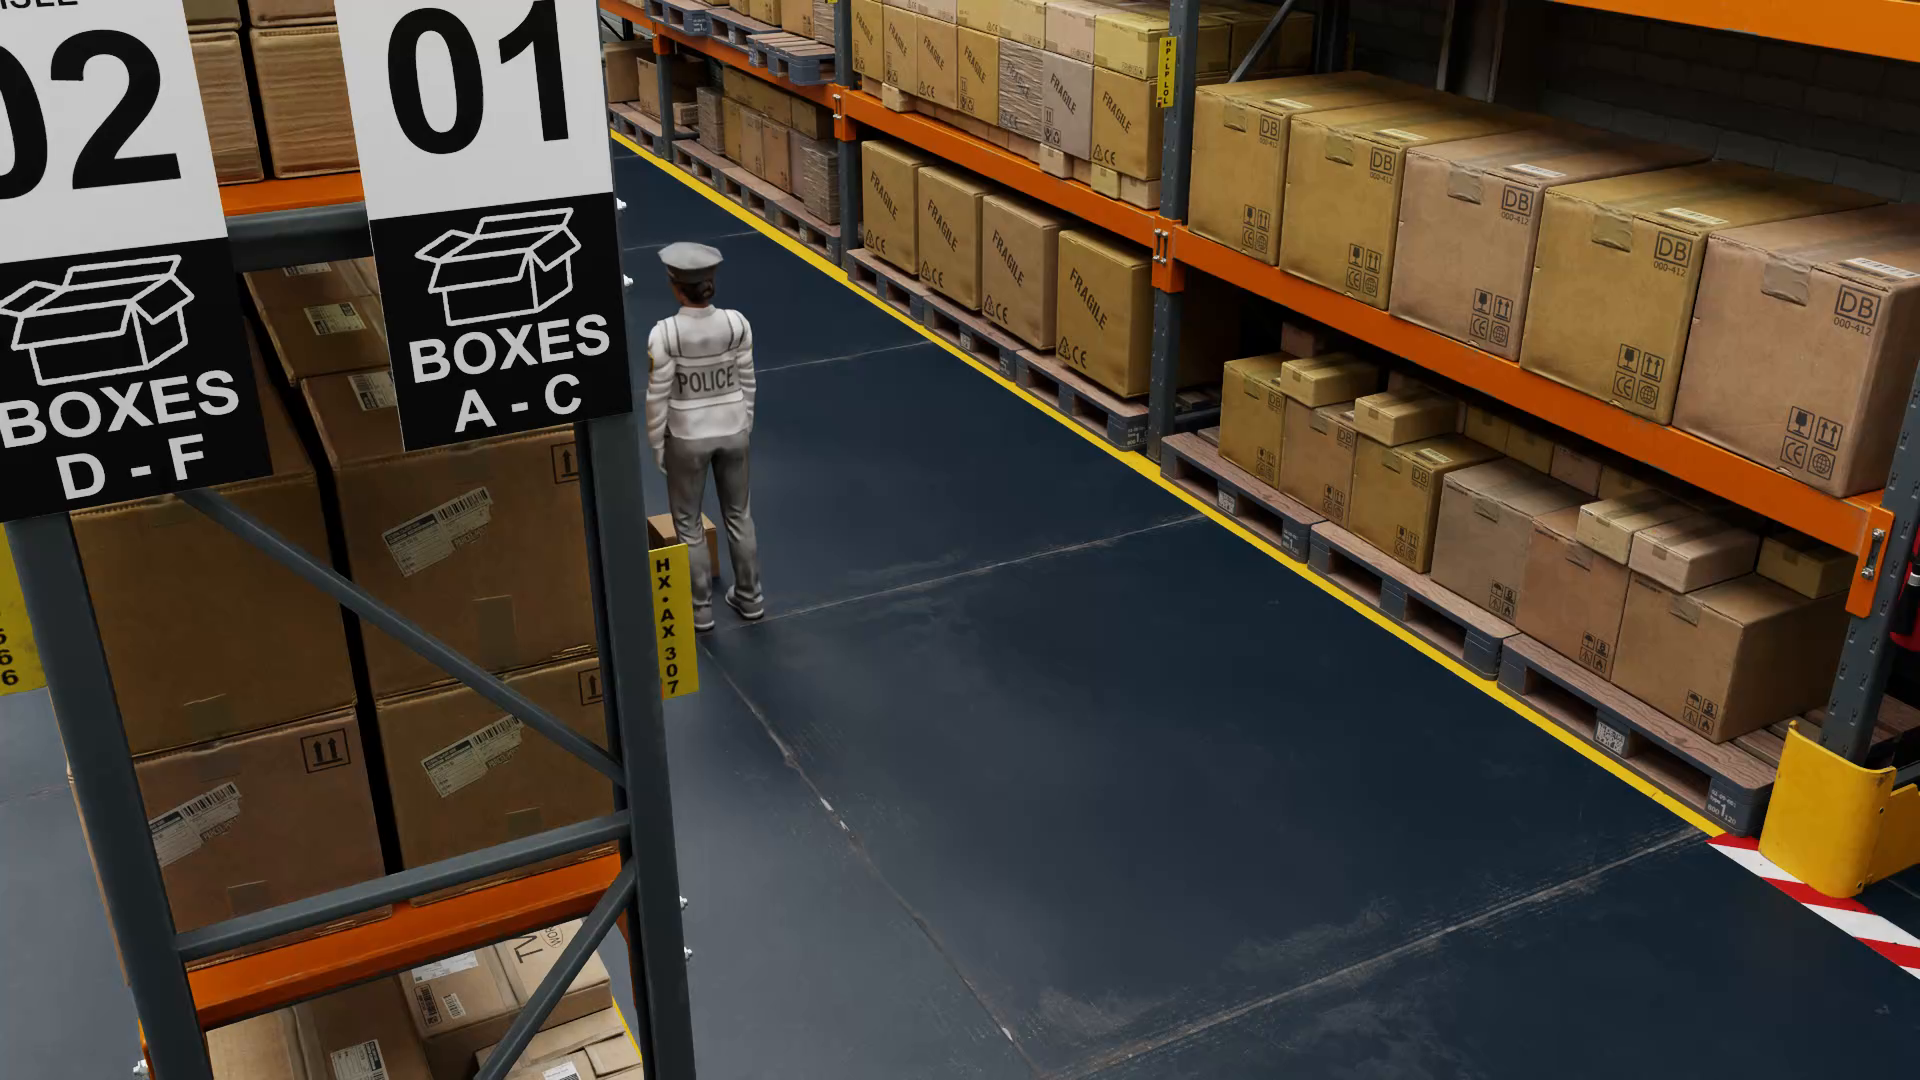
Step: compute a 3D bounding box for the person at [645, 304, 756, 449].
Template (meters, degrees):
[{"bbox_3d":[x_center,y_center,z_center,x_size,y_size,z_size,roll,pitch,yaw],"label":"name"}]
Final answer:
[{"bbox_3d":[-1.079,-0.689,6.847,0.469,0.608,0.312,-12,28,-24],"label":"person"}]
